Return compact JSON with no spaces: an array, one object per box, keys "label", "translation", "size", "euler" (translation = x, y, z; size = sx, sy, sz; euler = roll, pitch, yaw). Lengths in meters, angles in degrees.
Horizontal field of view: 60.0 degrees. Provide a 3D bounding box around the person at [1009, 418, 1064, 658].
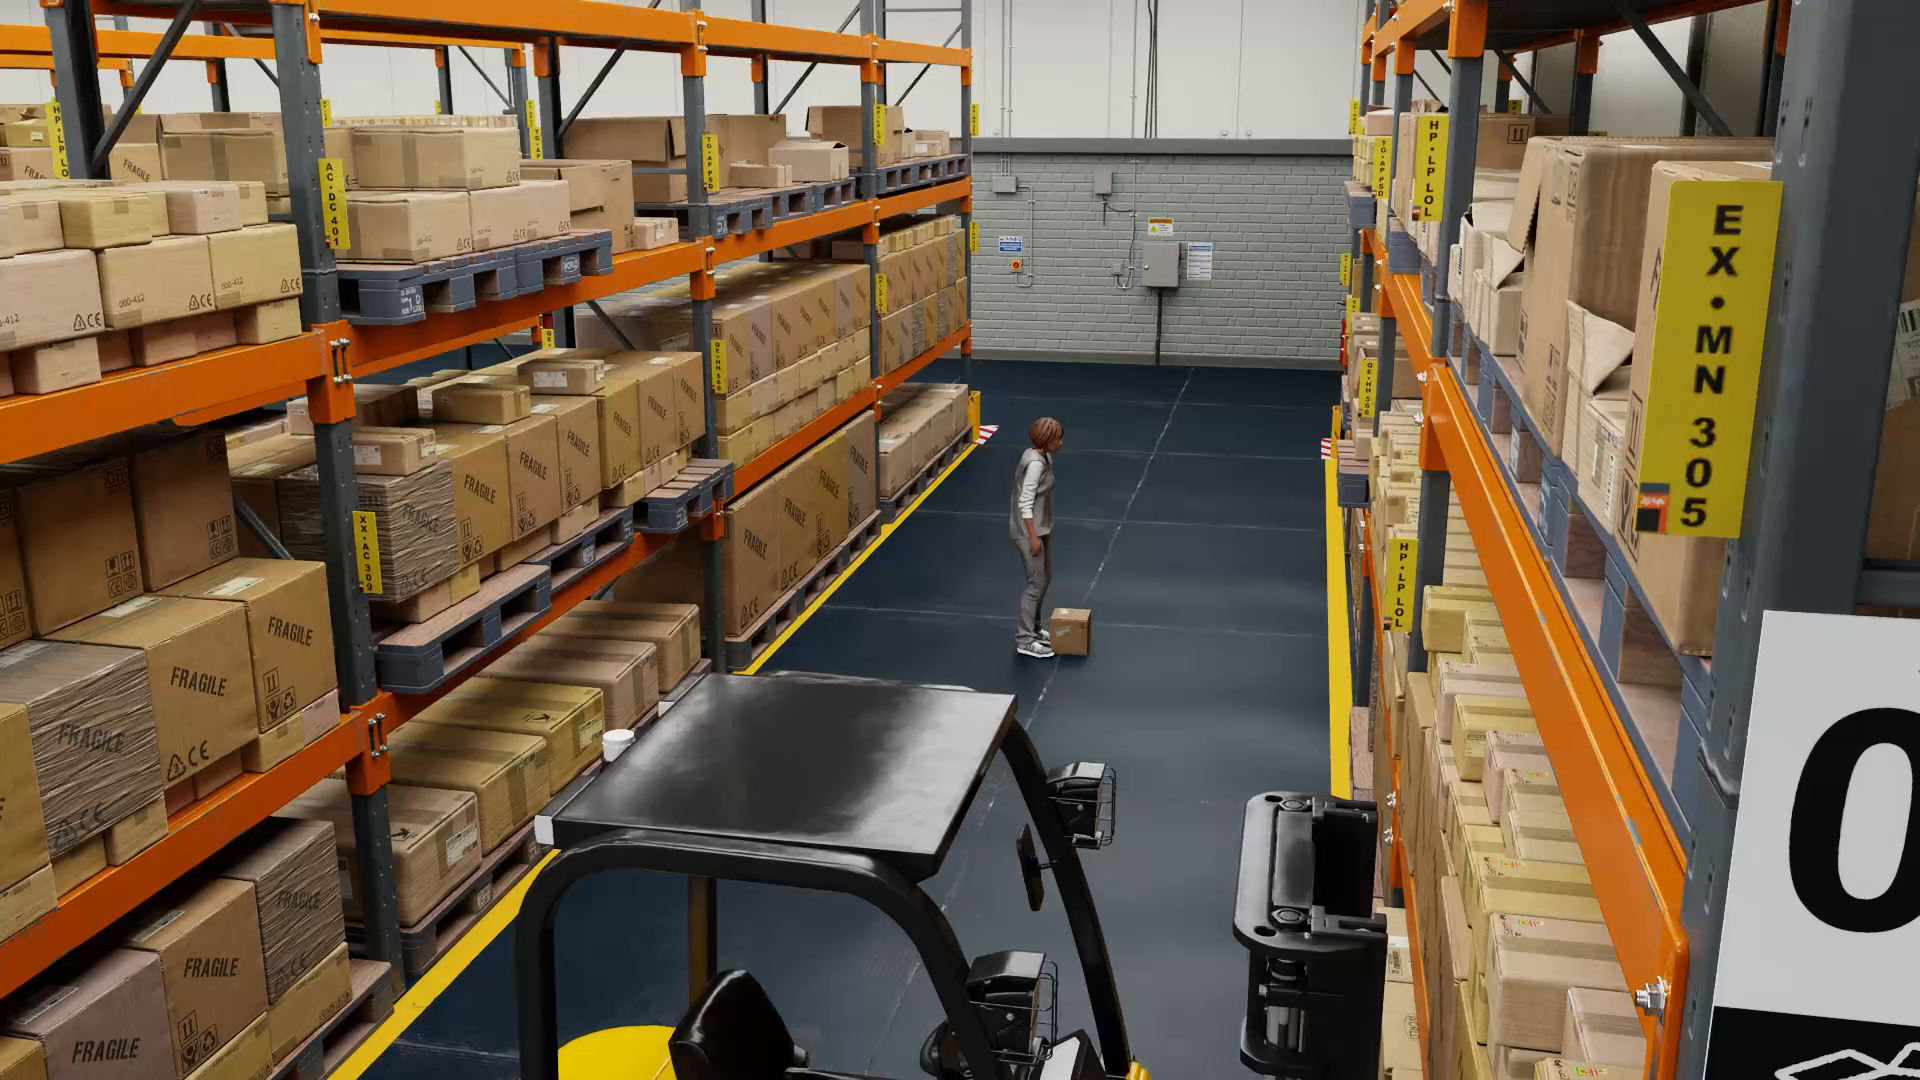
[{"label":"person","translation":[0.509,-0.035,11.169],"size":[0.345,1.592,0.460],"euler":[3,15,11]}]
